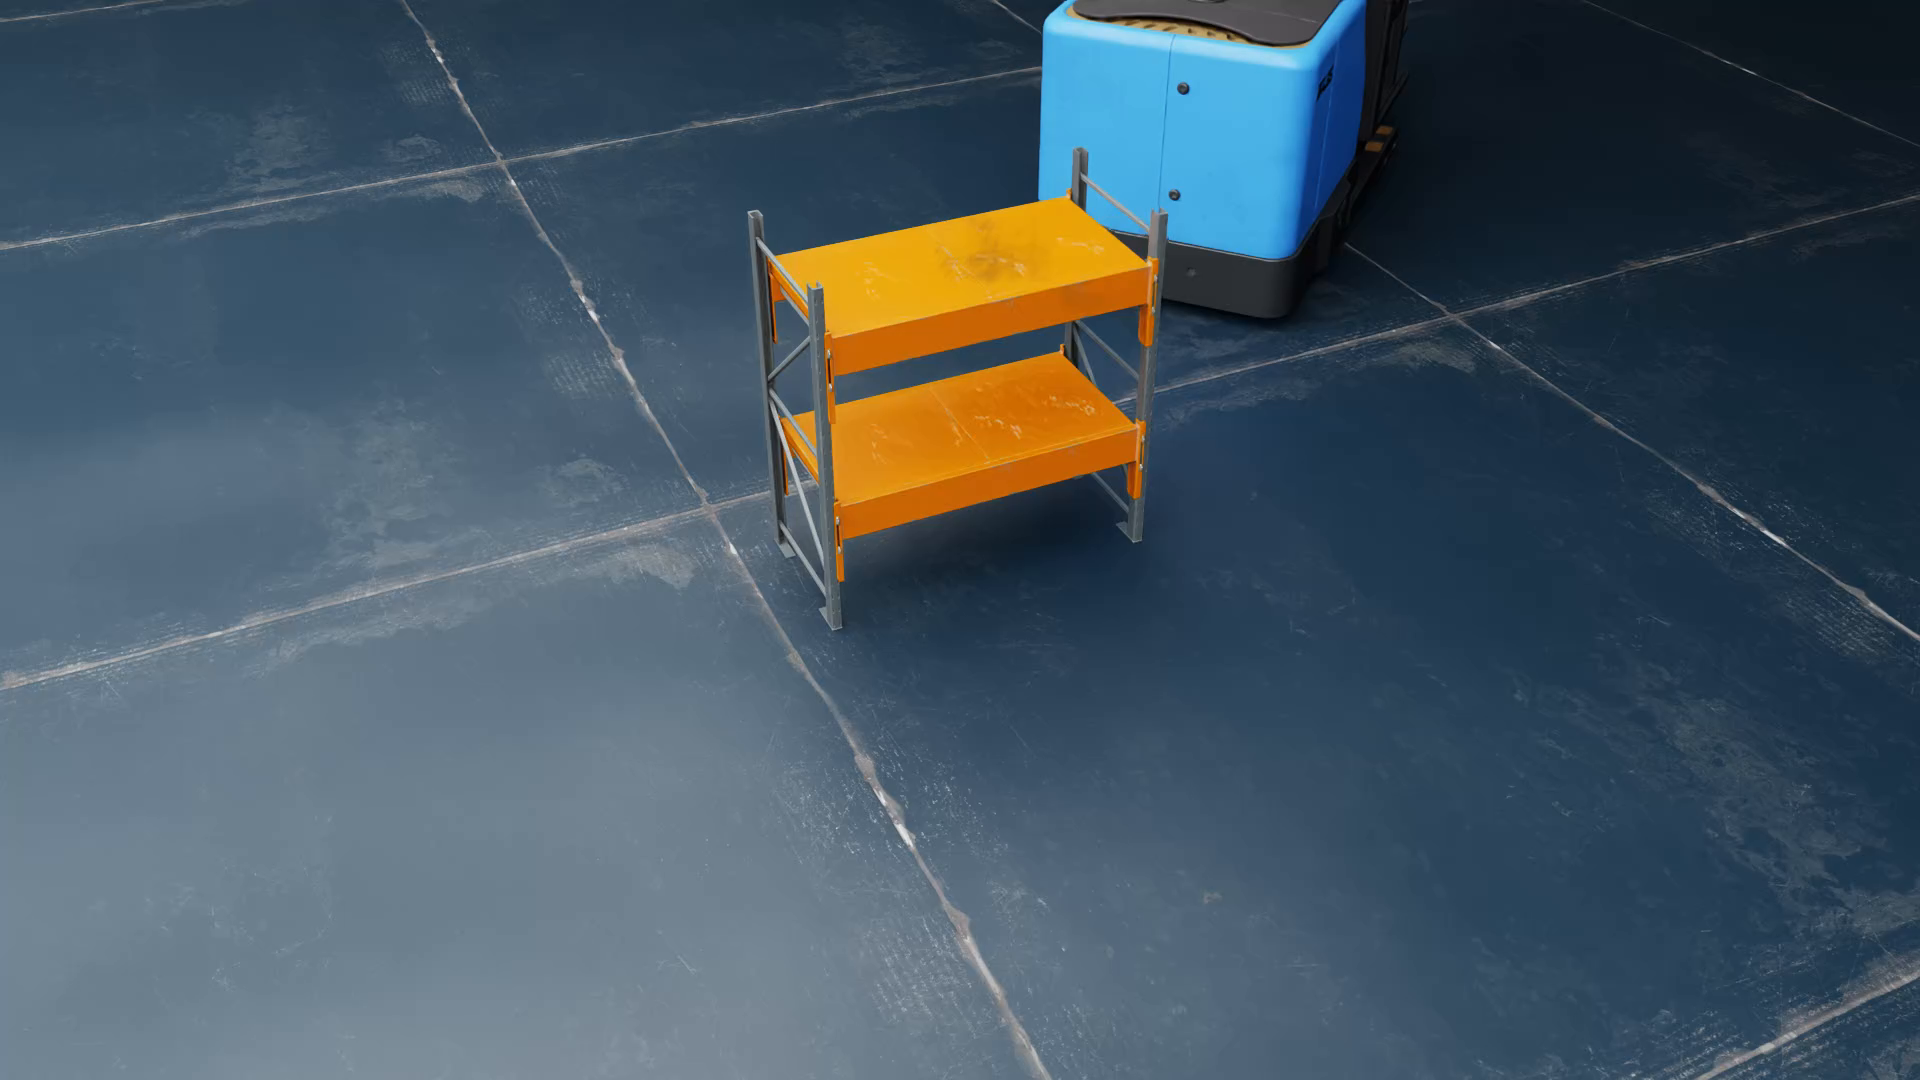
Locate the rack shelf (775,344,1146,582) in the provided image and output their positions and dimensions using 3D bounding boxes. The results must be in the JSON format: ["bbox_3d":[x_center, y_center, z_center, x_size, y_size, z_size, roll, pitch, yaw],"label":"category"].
[{"bbox_3d":[-0.006,-0.254,5.058,1.000,0.278,0.538,-16,39,-20],"label":"rack shelf"}]

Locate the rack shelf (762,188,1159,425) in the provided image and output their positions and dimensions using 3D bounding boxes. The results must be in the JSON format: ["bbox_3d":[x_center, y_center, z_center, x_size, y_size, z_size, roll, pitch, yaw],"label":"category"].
[{"bbox_3d":[-0.006,-0.685,4.738,1.000,0.278,0.538,-16,39,-20],"label":"rack shelf"}]

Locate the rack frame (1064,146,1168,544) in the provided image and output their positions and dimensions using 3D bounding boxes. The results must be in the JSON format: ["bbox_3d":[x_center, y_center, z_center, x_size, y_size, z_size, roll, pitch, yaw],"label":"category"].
[{"bbox_3d":[0.454,-0.579,5.086,0.032,1.125,0.500,-16,39,-20],"label":"rack frame"}]

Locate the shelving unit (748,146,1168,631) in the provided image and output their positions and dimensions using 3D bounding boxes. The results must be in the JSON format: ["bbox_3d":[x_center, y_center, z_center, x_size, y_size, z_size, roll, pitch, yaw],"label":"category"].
[{"bbox_3d":[-0.006,-0.450,4.913,1.048,1.125,0.538,-16,39,-20],"label":"shelving unit"}]

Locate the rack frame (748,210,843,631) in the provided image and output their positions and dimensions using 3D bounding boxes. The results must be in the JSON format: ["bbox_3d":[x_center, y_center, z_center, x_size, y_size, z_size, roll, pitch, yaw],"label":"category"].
[{"bbox_3d":[-0.466,-0.321,4.739,0.032,1.125,0.500,-16,39,-20],"label":"rack frame"}]

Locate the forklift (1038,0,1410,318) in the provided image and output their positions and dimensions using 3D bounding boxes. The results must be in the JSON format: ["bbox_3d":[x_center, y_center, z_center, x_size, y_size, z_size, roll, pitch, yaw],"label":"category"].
[{"bbox_3d":[1.346,-2.883,6.676,1.130,2.935,3.031,15,39,19],"label":"forklift"}]
